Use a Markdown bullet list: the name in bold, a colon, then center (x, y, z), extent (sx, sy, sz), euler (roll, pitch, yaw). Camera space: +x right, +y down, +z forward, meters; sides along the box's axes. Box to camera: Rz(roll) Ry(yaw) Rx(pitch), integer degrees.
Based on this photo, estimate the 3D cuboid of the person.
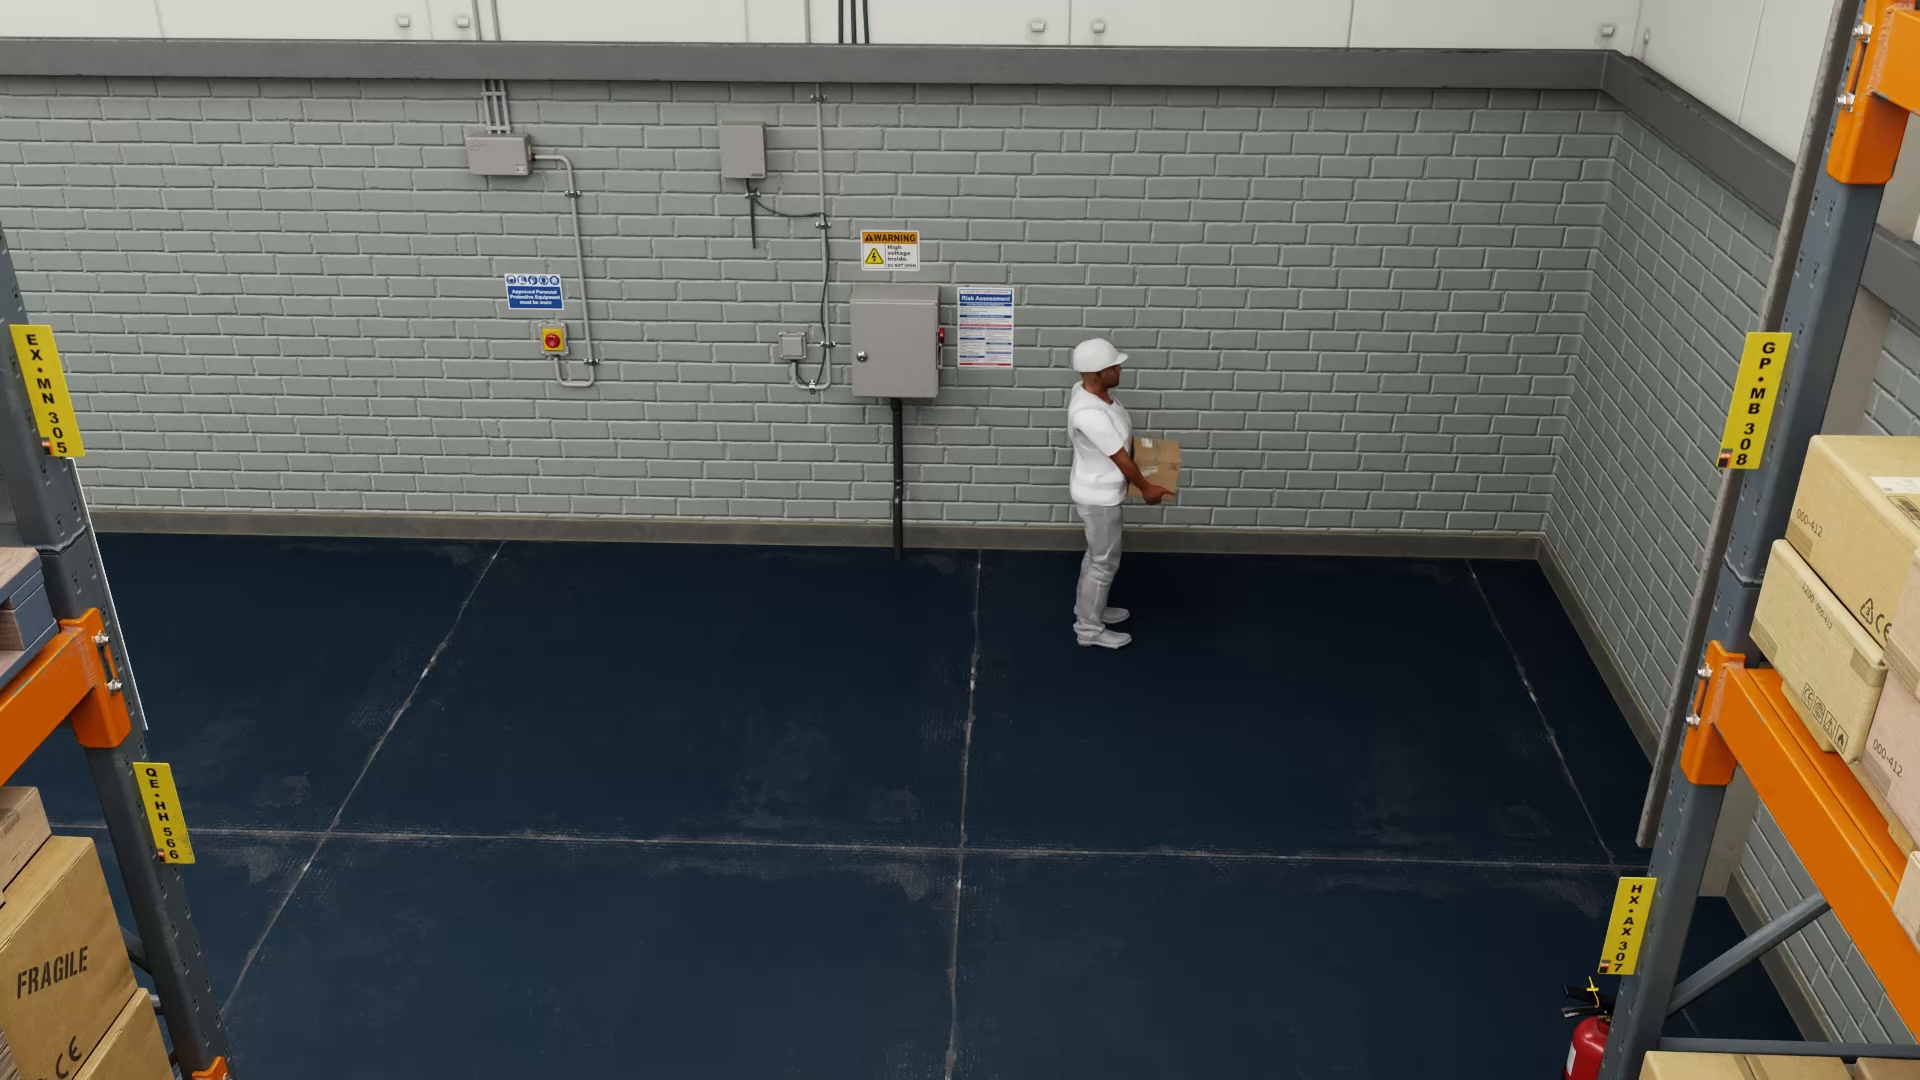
- **person**: center (0.868, -0.263, 9.100), extent (0.585, 1.760, 0.504), euler (2, 28, 3)
